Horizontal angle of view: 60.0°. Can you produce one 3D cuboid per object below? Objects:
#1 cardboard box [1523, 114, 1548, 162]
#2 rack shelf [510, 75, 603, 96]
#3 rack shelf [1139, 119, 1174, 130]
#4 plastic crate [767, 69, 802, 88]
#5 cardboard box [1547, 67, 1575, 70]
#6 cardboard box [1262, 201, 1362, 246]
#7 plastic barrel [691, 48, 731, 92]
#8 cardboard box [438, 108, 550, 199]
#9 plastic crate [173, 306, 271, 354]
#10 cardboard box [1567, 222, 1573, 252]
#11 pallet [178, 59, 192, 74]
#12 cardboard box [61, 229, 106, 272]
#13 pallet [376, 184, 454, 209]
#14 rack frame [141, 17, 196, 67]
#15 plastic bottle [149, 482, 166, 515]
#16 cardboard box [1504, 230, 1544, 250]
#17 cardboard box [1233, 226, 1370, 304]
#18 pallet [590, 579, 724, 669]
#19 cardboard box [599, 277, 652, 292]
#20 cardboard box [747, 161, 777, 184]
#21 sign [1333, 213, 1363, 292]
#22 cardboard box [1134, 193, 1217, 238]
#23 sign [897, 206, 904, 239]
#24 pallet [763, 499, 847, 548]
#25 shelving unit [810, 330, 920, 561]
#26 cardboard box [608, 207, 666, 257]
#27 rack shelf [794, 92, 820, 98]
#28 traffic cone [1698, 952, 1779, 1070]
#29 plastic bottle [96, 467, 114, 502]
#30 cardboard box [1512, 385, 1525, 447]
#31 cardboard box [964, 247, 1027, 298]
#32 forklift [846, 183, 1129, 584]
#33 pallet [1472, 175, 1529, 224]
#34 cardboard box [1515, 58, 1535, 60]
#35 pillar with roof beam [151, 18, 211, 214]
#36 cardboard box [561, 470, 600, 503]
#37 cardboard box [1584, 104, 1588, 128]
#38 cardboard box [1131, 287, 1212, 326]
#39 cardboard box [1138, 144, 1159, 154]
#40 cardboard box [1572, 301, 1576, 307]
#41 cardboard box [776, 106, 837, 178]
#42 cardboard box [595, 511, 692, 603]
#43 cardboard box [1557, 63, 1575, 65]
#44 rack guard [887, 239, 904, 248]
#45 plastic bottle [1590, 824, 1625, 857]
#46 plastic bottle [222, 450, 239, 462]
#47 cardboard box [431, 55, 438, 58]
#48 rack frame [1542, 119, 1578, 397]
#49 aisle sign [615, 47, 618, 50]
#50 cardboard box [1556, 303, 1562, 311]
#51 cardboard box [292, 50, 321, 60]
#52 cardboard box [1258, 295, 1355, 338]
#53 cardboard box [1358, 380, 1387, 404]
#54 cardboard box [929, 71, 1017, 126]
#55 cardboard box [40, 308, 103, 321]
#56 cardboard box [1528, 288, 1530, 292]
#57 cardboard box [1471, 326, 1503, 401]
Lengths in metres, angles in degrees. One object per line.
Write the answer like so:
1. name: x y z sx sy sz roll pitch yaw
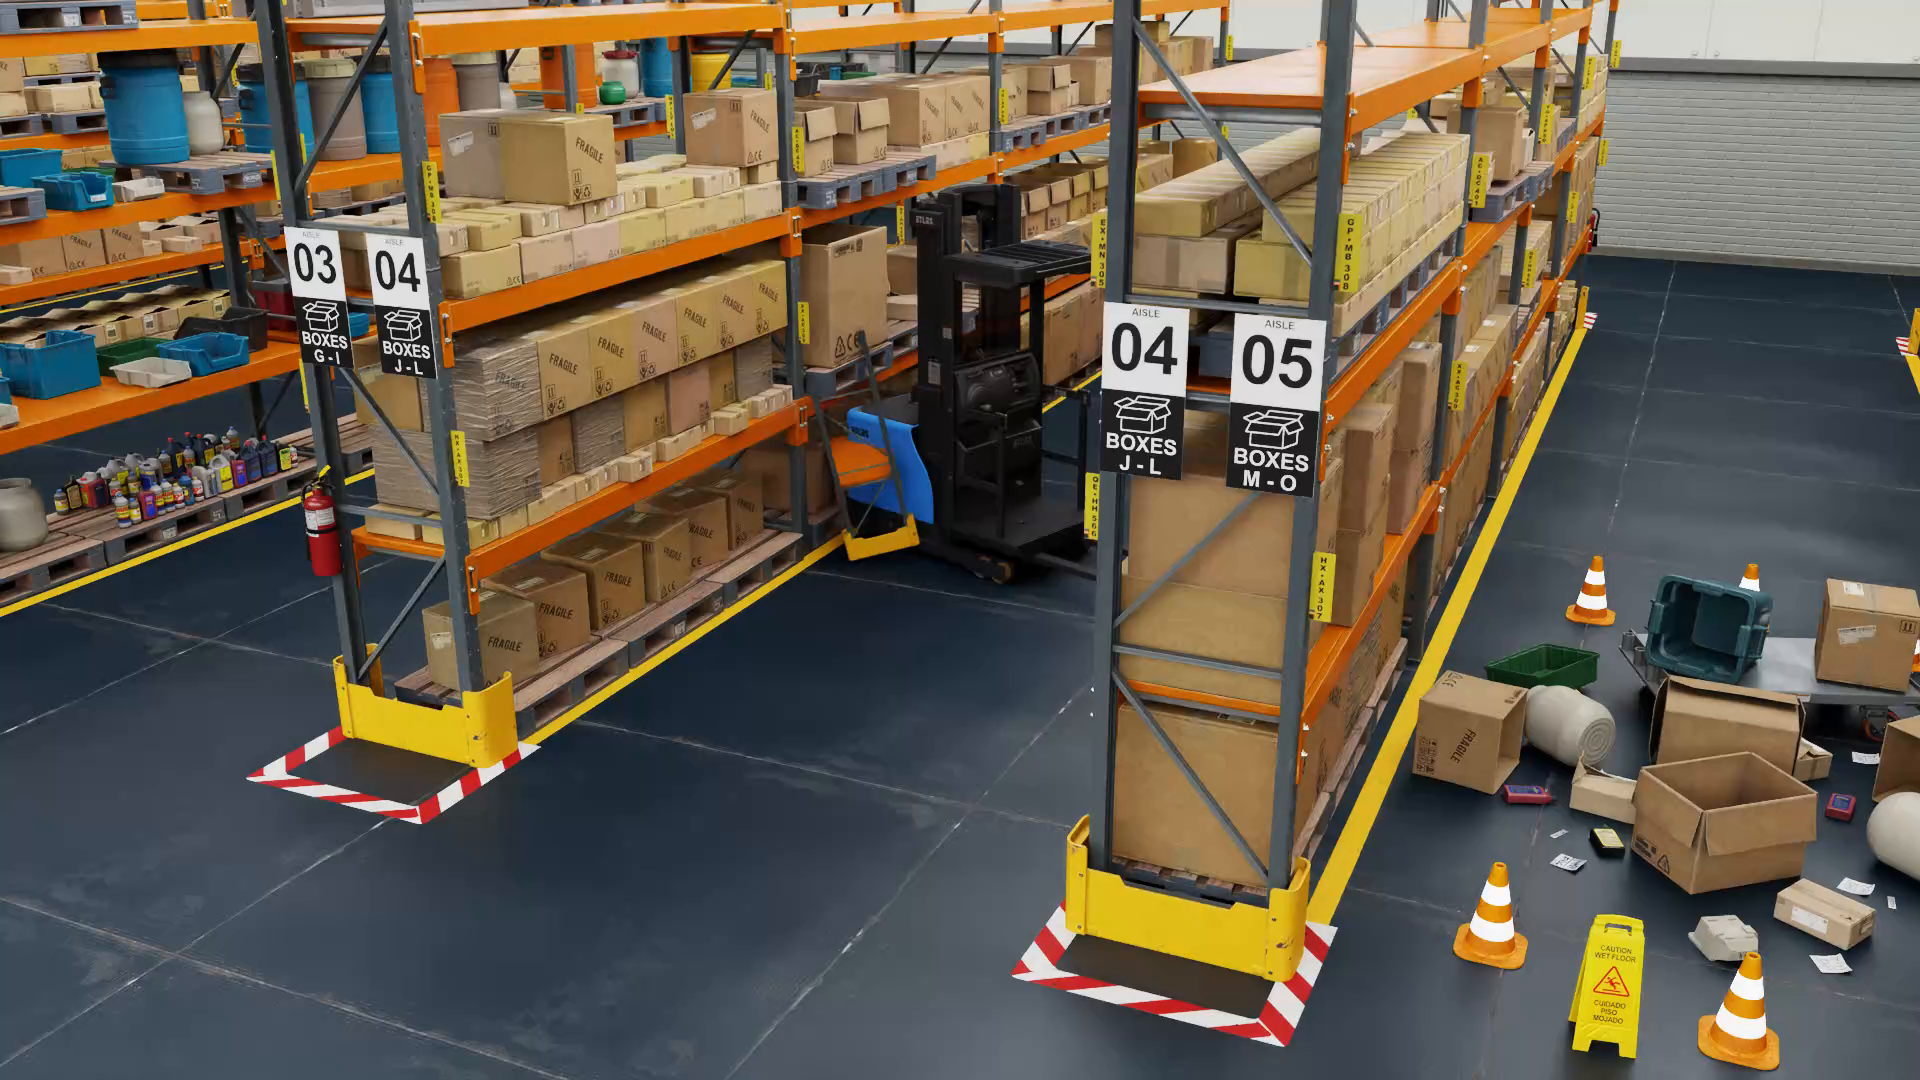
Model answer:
1. cardboard box: 4.879 -3.465 14.609 0.500 0.500 0.500 9 21 23
2. rack shelf: -6.660 -6.847 25.341 1.077 0.370 4.000 9 21 23
3. rack shelf: 2.376 -5.486 21.516 1.077 0.370 4.000 9 21 23
4. plastic crate: -2.513 -6.425 23.260 0.437 0.282 0.530 9 21 23
5. cardboard box: 6.574 -5.074 18.166 0.380 0.149 0.250 8 21 22
6. cardboard box: 1.554 -1.395 7.346 0.380 0.149 0.250 9 21 23
7. plastic barrel: -3.150 -5.873 20.623 0.600 0.588 0.600 0 20 0
8. cardboard box: -2.953 -2.477 10.641 0.500 0.500 0.500 9 21 23
9. plastic crate: -6.568 -1.863 14.823 0.767 0.338 0.504 9 21 23
10. cardboard box: 6.669 -3.545 18.869 0.500 0.500 0.500 9 21 23
11. pallet: -11.655 -7.460 26.124 1.003 0.211 1.213 9 21 23
12. cardboard box: -10.005 -3.309 18.648 0.500 0.500 0.500 9 21 23
13. pallet: -7.906 -4.841 23.392 1.003 0.211 1.213 9 21 23
14. rack frame: -12.000 -8.666 24.907 1.000 3.000 0.127 9 21 23
15. plastic bottle: -6.708 -0.350 13.891 0.097 0.271 0.097 0 20 0
16. cardboard box: 5.730 -3.058 16.952 0.380 0.149 0.250 8 21 23
17. cardboard box: 1.559 -1.261 7.565 0.500 0.250 0.500 9 21 23
18. pallet: -2.460 0.543 12.126 1.003 0.211 1.213 9 21 23
19. cardboard box: -2.544 -1.605 11.920 0.500 0.500 0.500 9 21 23
20. cardboard box: -1.588 -2.747 12.367 0.380 0.149 0.250 9 22 24
21. sign: 1.631 -1.205 6.982 0.100 0.325 0.005 9 21 23
22. cardboard box: 0.955 -1.486 7.603 0.380 0.149 0.250 9 21 23
23. sign: -0.589 -3.199 16.758 0.100 0.325 0.005 9 21 23
24. pallet: -1.401 -0.279 14.440 1.003 0.211 1.213 9 21 23
25. shelving unit: -0.820 -0.786 13.520 0.587 1.500 1.083 -13 27 -1
26. cardboard box: -2.303 -2.056 11.021 0.500 0.250 0.500 9 22 24
27. rack shelf: -2.143 -6.166 23.427 1.077 0.370 4.000 9 21 23
28. traffic cone: 3.531 2.066 7.469 0.336 0.463 0.334 9 21 23
29. plastic bottle: -7.338 -0.473 14.231 0.152 0.276 0.135 8 21 21
30. cardboard box: 5.128 -1.222 16.032 0.500 0.500 0.500 9 21 23
31. cardboard box: 0.366 -2.736 17.037 0.500 0.500 0.500 9 22 24
32. forklift: 0.458 -1.237 13.073 3.031 2.935 1.130 17 26 40
33. pallet: 3.732 -2.644 12.733 1.003 0.211 1.213 10 22 25
34. cardboard box: 6.736 -5.627 19.720 0.380 0.149 0.250 9 22 24
35. pillar with roof beam: -8.575 -8.408 24.182 9.100 9.000 0.400 9 21 23
36. cardboard box: -2.595 -0.371 10.911 0.380 0.149 0.250 9 21 23
37. cardboard box: 6.668 -4.691 18.431 0.500 0.250 0.500 8 21 22
38. cardboard box: 0.954 -1.109 7.733 0.380 0.149 0.250 9 21 23
39. cardboard box: 2.341 -5.024 22.281 0.500 0.500 0.500 8 21 21
40. cardboard box: 7.723 -3.106 21.411 0.380 0.149 0.250 8 21 21
41. cardboard box: -1.436 -3.145 13.078 0.797 0.503 0.637 7 21 20
42. cardboard box: -2.329 0.118 12.263 0.500 0.500 0.500 7 21 18
43. cardboard box: 6.963 -5.306 18.818 0.380 0.149 0.250 10 22 25
44. rack guard: -1.326 -4.534 25.973 1.175 0.500 0.348 9 21 23
45. plastic bottle: 3.576 1.658 9.214 0.133 0.061 0.283 1 20 4
46. plastic bottle: -6.462 -0.676 14.802 0.152 0.276 0.135 9 21 23
47. cardboard box: -7.528 -6.925 23.966 0.500 0.250 0.500 9 21 23
48. rack frame: 6.041 -3.089 18.179 1.000 3.000 0.127 9 21 23
49. aisle sign: -5.534 -7.587 26.948 0.394 0.787 0.004 9 21 23
50. cardboard box: 7.034 -2.775 20.036 0.380 0.149 0.250 9 21 23
51. cardboard box: -8.515 -6.314 21.129 0.500 0.500 0.500 9 21 23
52. cardboard box: 1.560 -1.022 7.487 0.380 0.149 0.250 9 21 23
53. cardboard box: 1.907 -0.622 9.405 0.875 0.550 0.500 9 21 23
54. cardboard box: 0.103 -4.434 16.703 0.797 0.503 0.637 10 22 26
55. cardboard box: -10.228 -2.510 19.191 0.500 0.311 0.500 8 21 22
56. cardboard box: 5.419 -2.540 16.382 0.380 0.149 0.250 8 21 21
57. cardboard box: 4.053 -1.434 13.375 0.500 0.500 0.500 8 21 22
